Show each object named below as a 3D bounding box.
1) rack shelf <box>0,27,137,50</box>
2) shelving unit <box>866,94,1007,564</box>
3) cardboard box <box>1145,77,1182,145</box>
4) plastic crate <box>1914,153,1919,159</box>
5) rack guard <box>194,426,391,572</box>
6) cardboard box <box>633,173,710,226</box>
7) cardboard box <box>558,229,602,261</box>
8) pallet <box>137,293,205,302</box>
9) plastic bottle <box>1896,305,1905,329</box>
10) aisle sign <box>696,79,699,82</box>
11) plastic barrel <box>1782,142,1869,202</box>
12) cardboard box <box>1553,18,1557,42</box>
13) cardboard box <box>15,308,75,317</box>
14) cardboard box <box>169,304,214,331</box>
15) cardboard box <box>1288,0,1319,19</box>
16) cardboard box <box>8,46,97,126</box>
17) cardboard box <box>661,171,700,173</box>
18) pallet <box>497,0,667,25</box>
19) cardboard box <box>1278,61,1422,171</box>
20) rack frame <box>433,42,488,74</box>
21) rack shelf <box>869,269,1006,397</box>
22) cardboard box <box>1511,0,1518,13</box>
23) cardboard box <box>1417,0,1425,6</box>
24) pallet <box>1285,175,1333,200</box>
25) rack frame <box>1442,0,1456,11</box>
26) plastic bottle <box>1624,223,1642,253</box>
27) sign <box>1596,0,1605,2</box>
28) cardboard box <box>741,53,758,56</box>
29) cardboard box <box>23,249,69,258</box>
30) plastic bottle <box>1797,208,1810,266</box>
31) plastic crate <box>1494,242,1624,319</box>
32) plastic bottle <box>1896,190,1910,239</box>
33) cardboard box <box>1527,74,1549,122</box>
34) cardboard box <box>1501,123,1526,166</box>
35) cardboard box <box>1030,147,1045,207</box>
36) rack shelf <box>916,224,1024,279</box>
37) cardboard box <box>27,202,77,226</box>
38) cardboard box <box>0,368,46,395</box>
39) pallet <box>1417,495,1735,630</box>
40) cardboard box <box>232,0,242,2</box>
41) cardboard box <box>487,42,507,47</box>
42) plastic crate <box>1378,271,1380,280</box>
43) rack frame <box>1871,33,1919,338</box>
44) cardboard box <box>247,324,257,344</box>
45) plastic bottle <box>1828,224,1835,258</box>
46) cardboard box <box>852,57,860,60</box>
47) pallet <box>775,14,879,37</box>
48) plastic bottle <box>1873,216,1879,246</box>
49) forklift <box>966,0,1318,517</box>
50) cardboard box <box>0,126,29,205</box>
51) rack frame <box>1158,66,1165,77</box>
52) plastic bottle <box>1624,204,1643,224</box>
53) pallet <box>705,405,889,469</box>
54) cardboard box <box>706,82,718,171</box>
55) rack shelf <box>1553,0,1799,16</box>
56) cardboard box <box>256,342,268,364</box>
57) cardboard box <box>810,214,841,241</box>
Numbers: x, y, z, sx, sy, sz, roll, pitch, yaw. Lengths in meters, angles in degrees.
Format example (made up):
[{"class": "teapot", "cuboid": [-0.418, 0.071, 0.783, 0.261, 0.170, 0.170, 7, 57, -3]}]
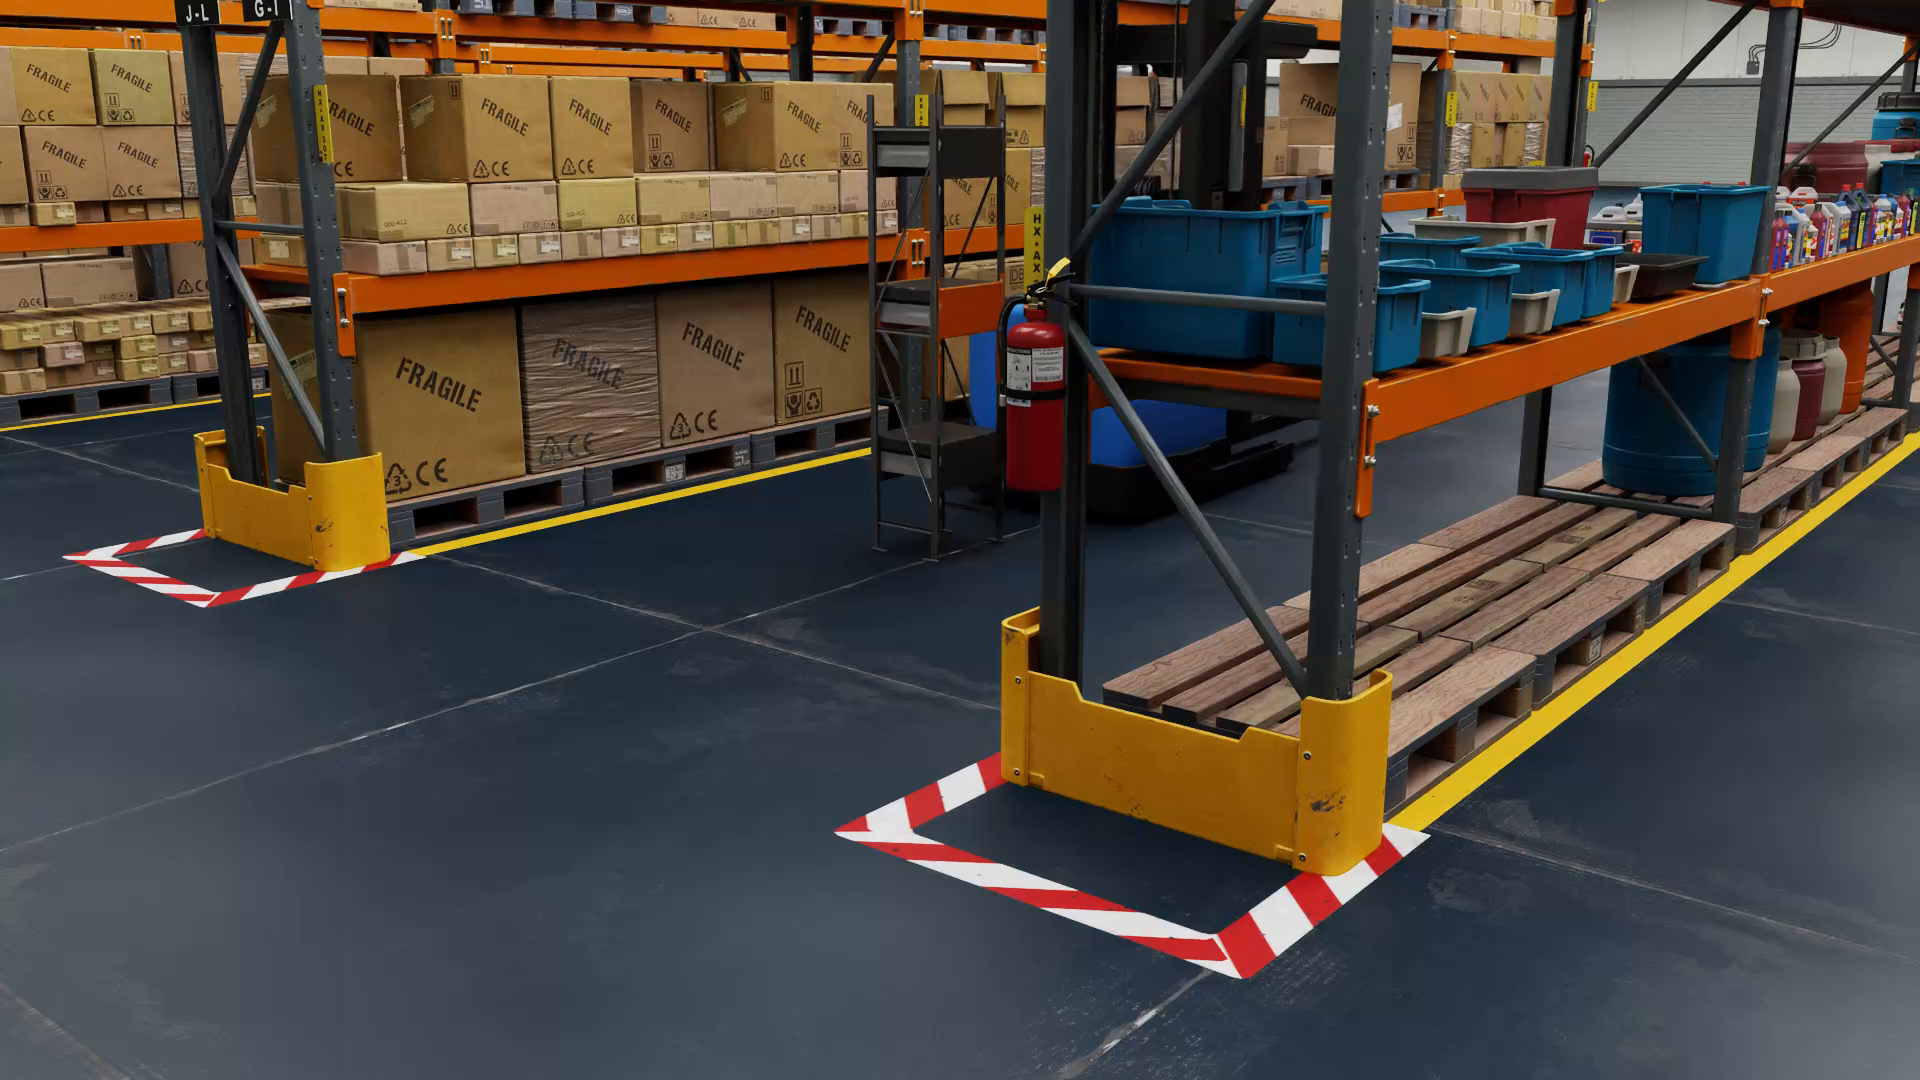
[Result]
[{"class": "rack shelf", "cuboid": [-9.634, -4.450, 14.917, 1.077, 0.370, 4.000, 11, 18, 38]}, {"class": "shelving unit", "cuboid": [-0.104, -0.986, 7.740, 0.431, 2.100, 0.503, 11, 18, 38]}, {"class": "cardboard box", "cuboid": [1.373, -3.358, 13.007, 0.797, 0.503, 0.637, 12, 19, 39]}, {"class": "plastic crate", "cuboid": [6.951, -2.487, 11.691, 0.402, 0.464, 0.583, 11, 18, 38]}, {"class": "rack guard", "cuboid": [-3.198, -0.212, 7.943, 1.175, 0.500, 0.348, 11, 18, 38]}, {"class": "cardboard box", "cuboid": [-1.707, -1.847, 9.002, 0.500, 0.250, 0.500, 11, 18, 36]}, {"class": "cardboard box", "cuboid": [-2.059, -1.521, 8.527, 0.380, 0.149, 0.250, 11, 18, 36]}, {"class": "pallet", "cuboid": [-7.951, -2.536, 17.677, 1.003, 0.211, 1.213, 11, 18, 38]}, {"class": "plastic bottle", "cuboid": [8.197, -1.935, 14.436, 0.097, 0.201, 0.097, 0, 14, 0]}, {"class": "aisle sign", "cuboid": [-4.428, -8.021, 28.323, 0.394, 0.787, 0.004, 11, 18, 38]}, {"class": "plastic barrel", "cuboid": [5.753, -2.396, 11.185, 0.600, 0.536, 0.708, 11, 18, 38]}, {"class": "cardboard box", "cuboid": [6.456, -5.646, 18.468, 0.500, 0.250, 0.500, 11, 18, 38]}, {"class": "cardboard box", "cuboid": [-6.575, -1.575, 11.958, 0.380, 0.149, 0.250, 11, 18, 36]}, {"class": "cardboard box", "cuboid": [-5.572, -1.628, 12.169, 0.380, 0.149, 0.250, 12, 18, 38]}, {"class": "cardboard box", "cuboid": [2.661, -4.490, 13.919, 0.500, 0.250, 0.500, 12, 18, 39]}, {"class": "cardboard box", "cuboid": [-6.177, -3.035, 11.140, 0.500, 0.500, 0.500, 12, 19, 39]}, {"class": "cardboard box", "cuboid": [-1.806, -2.022, 9.690, 0.500, 0.250, 0.500, 12, 18, 39]}, {"class": "pallet", "cuboid": [-3.343, -4.645, 14.605, 1.213, 0.211, 1.003, 11, 18, 38]}, {"class": "cardboard box", "cuboid": [3.751, -4.090, 16.061, 1.000, 1.000, 1.000, 11, 18, 38]}, {"class": "rack frame", "cuboid": [-5.863, -4.494, 19.721, 1.000, 3.000, 0.127, 11, 18, 38]}, {"class": "rack shelf", "cuboid": [-0.104, -0.973, 7.743, 0.431, 0.518, 0.480, 11, 18, 38]}, {"class": "cardboard box", "cuboid": [5.593, -5.571, 17.363, 0.380, 0.149, 0.250, 11, 18, 36]}, {"class": "cardboard box", "cuboid": [4.578, -5.445, 16.867, 0.380, 0.149, 0.250, 12, 18, 38]}, {"class": "pallet", "cuboid": [3.057, -3.253, 15.225, 1.003, 0.211, 1.213, 11, 18, 38]}, {"class": "rack frame", "cuboid": [4.359, -6.634, 15.961, 1.000, 3.000, 0.127, 11, 18, 38]}, {"class": "plastic bottle", "cuboid": [3.288, -1.441, 8.108, 0.097, 0.201, 0.097, 0, 14, 0]}, {"class": "sign", "cuboid": [7.292, -6.286, 18.884, 0.100, 0.325, 0.005, 11, 18, 38]}, {"class": "cardboard box", "cuboid": [-2.958, -6.614, 22.485, 0.380, 0.149, 0.250, 11, 18, 37]}, {"class": "cardboard box", "cuboid": [-11.434, -3.649, 20.618, 0.500, 0.500, 0.500, 11, 18, 37]}, {"class": "plastic bottle", "cuboid": [4.095, -1.483, 8.131, 0.097, 0.271, 0.097, 0, 14, 0]}, {"class": "plastic crate", "cuboid": [2.097, -0.916, 5.854, 0.416, 0.233, 0.300, 11, 18, 38]}, {"class": "plastic bottle", "cuboid": [5.630, -1.950, 9.943, 0.061, 0.283, 0.133, 11, 18, 38]}, {"class": "cardboard box", "cuboid": [6.094, -4.834, 18.222, 0.500, 0.500, 0.500, 11, 18, 38]}, {"class": "cardboard box", "cuboid": [5.614, -4.287, 18.098, 0.875, 0.500, 0.500, 11, 18, 38]}, {"class": "cardboard box", "cuboid": [0.445, -2.484, 11.608, 0.500, 0.500, 0.500, 11, 18, 36]}, {"class": "rack shelf", "cuboid": [0.588, -2.229, 12.265, 1.077, 0.370, 4.000, 11, 18, 38]}, {"class": "cardboard box", "cuboid": [-6.180, -2.203, 11.214, 0.380, 0.149, 0.250, 11, 18, 36]}, {"class": "cardboard box", "cuboid": [-6.399, -1.088, 11.250, 0.380, 0.149, 0.250, 12, 18, 39]}, {"class": "pallet", "cuboid": [2.751, 0.070, 7.417, 1.003, 0.211, 1.213, 11, 18, 38]}, {"class": "cardboard box", "cuboid": [-5.203, -4.036, 12.129, 0.500, 0.250, 0.500, 11, 18, 37]}, {"class": "cardboard box", "cuboid": [-5.533, -5.860, 19.517, 0.380, 0.149, 0.250, 11, 18, 38]}, {"class": "plastic crate", "cuboid": [1.562, -0.917, 6.055, 0.298, 0.136, 0.250, 11, 18, 38]}, {"class": "rack frame", "cuboid": [8.211, -2.960, 13.683, 1.000, 3.000, 0.127, 11, 18, 38]}, {"class": "cardboard box", "cuboid": [-5.493, -1.553, 12.475, 0.380, 0.149, 0.250, 12, 19, 40]}, {"class": "plastic bottle", "cuboid": [4.447, -1.557, 8.562, 0.097, 0.201, 0.097, 0, 14, 0]}, {"class": "cardboard box", "cuboid": [-1.668, -7.006, 24.026, 0.380, 0.149, 0.250, 11, 18, 36]}, {"class": "pallet", "cuboid": [-1.586, -5.241, 16.954, 1.213, 0.211, 1.003, 12, 19, 40]}, {"class": "plastic bottle", "cuboid": [5.115, -1.760, 9.363, 0.097, 0.201, 0.097, 0, 14, 0]}, {"class": "forklift", "cuboid": [1.298, -1.847, 9.441, 1.130, 2.935, 3.031, 10, 17, 34]}, {"class": "cardboard box", "cuboid": [-6.480, -2.451, 10.872, 0.500, 0.500, 0.500, 12, 19, 40]}, {"class": "rack frame", "cuboid": [3.079, -5.279, 22.813, 1.000, 3.000, 0.127, 11, 18, 38]}, {"class": "plastic bottle", "cuboid": [3.409, -1.563, 8.436, 0.152, 0.276, 0.135, 11, 18, 38]}, {"class": "pallet", "cuboid": [-1.208, -0.709, 10.487, 1.003, 0.211, 1.213, 11, 18, 38]}, {"class": "cardboard box", "cuboid": [-1.484, -2.484, 9.987, 0.500, 0.500, 0.500, 11, 18, 38]}, {"class": "rack shelf", "cuboid": [1.926, -2.150, 5.863, 1.077, 0.370, 4.000, 11, 18, 38]}, {"class": "cardboard box", "cuboid": [-5.312, -1.438, 12.627, 0.380, 0.149, 0.250, 12, 18, 39]}, {"class": "cardboard box", "cuboid": [-0.929, -1.865, 9.883, 0.380, 0.149, 0.250, 11, 18, 37]}]
